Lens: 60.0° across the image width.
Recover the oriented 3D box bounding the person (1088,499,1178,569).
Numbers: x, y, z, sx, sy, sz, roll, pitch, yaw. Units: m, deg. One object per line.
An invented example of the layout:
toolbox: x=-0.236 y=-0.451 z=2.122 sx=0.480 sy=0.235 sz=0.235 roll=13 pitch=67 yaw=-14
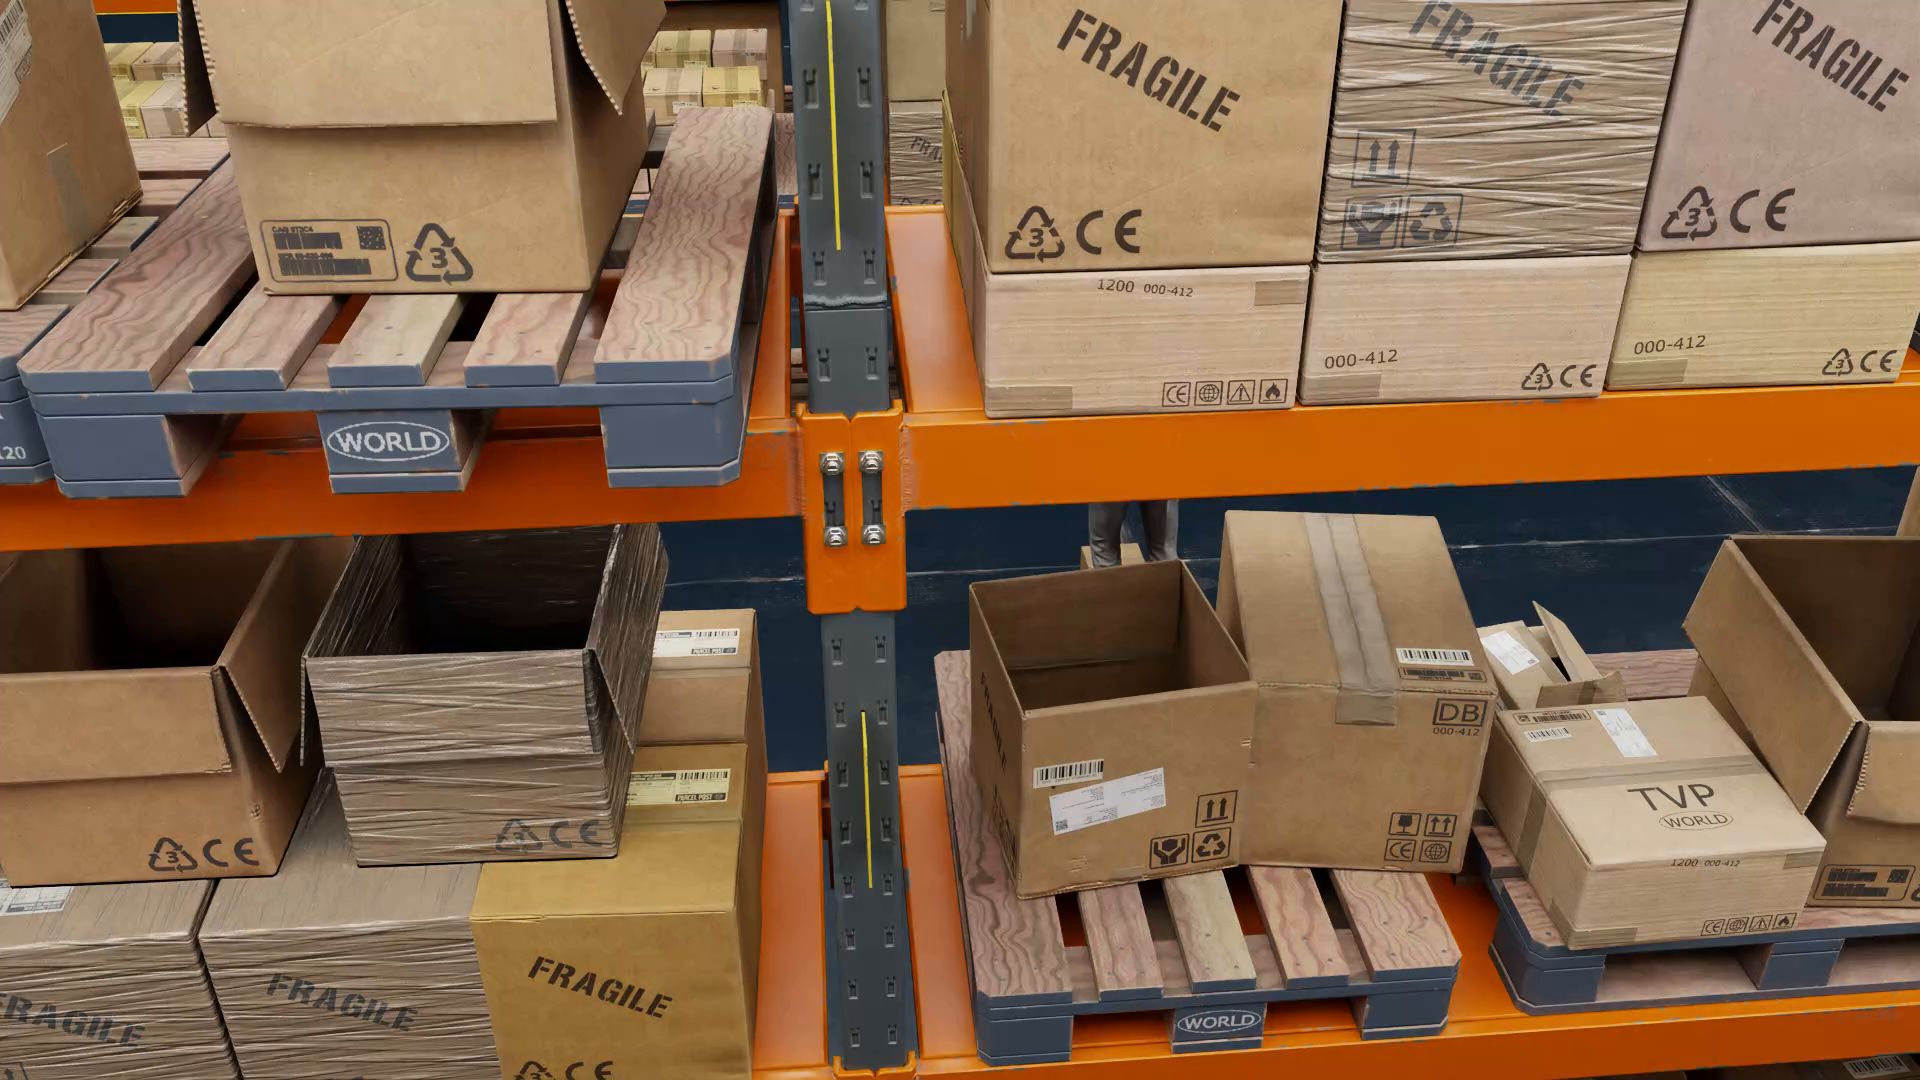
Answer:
person: x=0.682 y=-0.299 z=6.620 sx=0.547 sy=1.665 sz=0.412 roll=-5 pitch=32 yaw=-7
